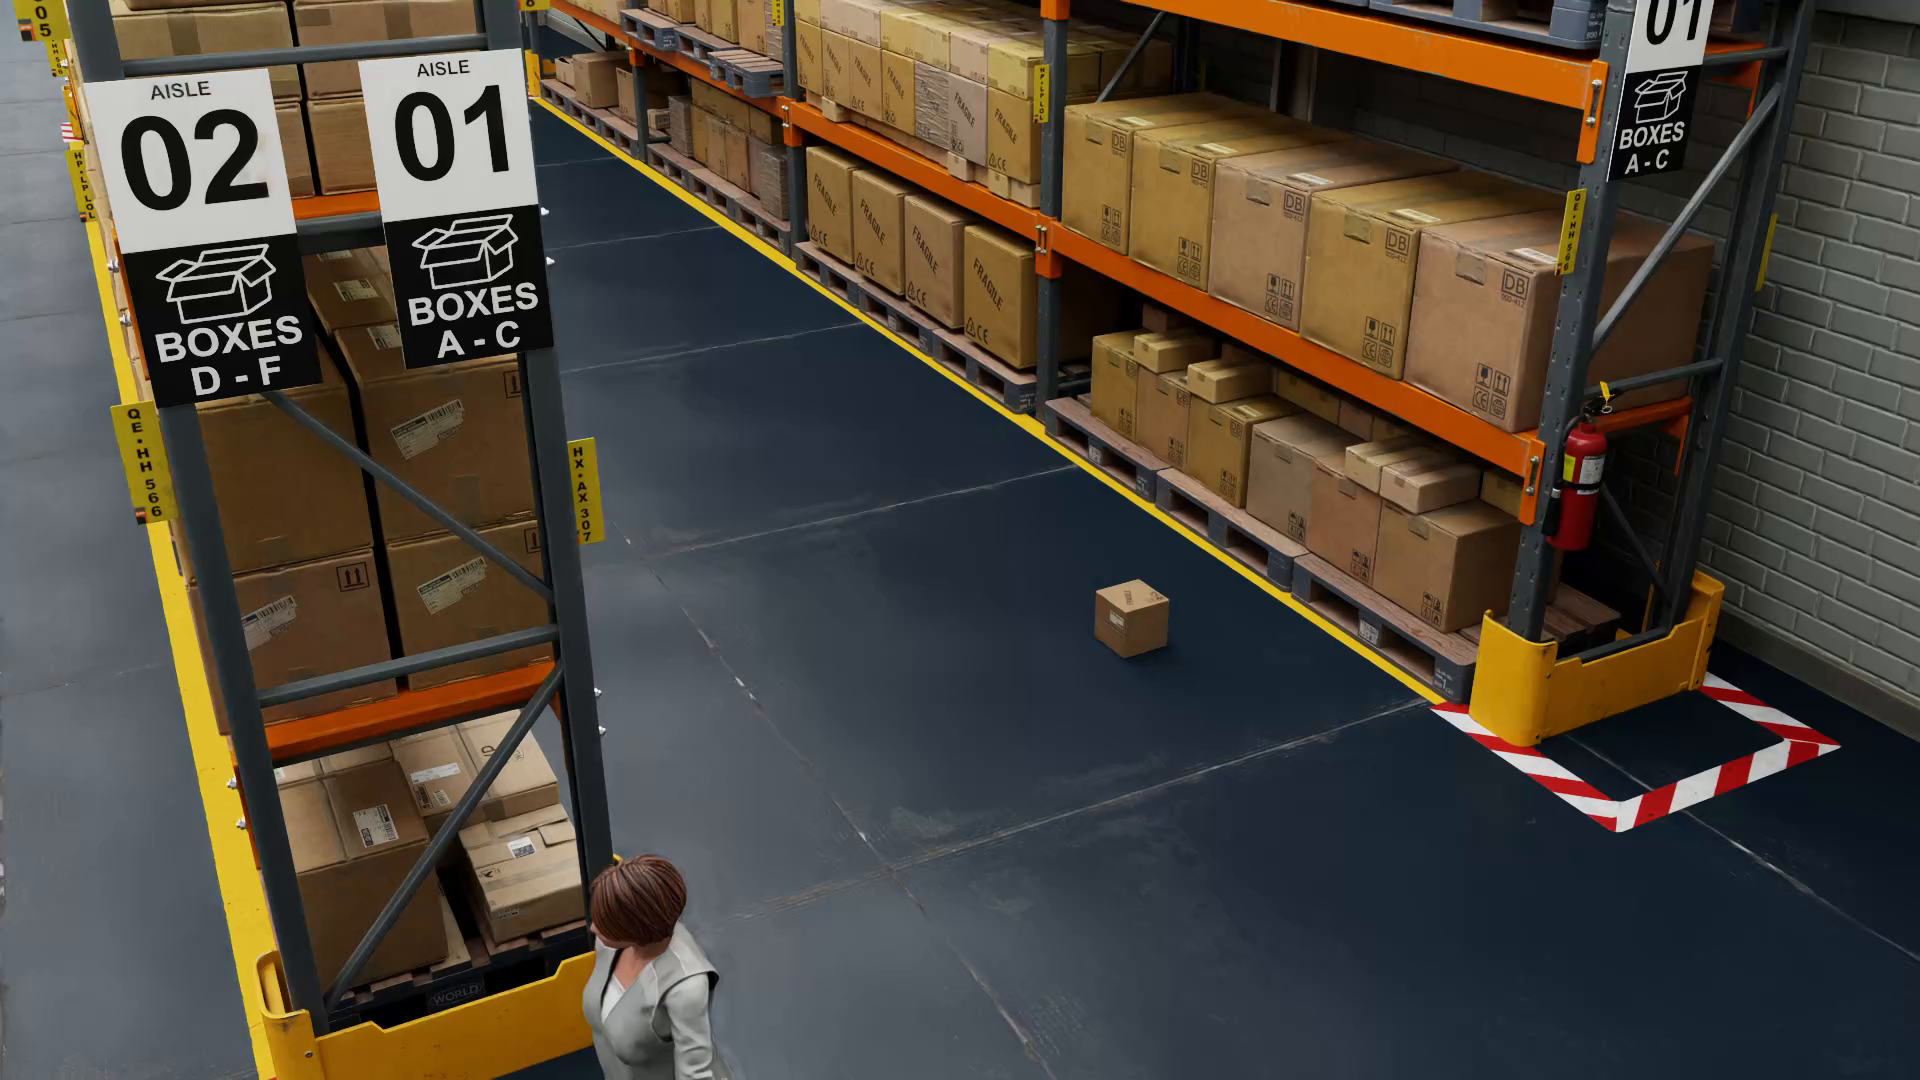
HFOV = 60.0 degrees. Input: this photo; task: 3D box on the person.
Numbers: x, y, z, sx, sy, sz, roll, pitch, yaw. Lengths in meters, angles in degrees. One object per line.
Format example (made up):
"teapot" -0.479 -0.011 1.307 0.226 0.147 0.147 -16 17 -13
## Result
"person" -0.677 1.407 4.194 0.612 1.583 0.465 -20 32 -35
